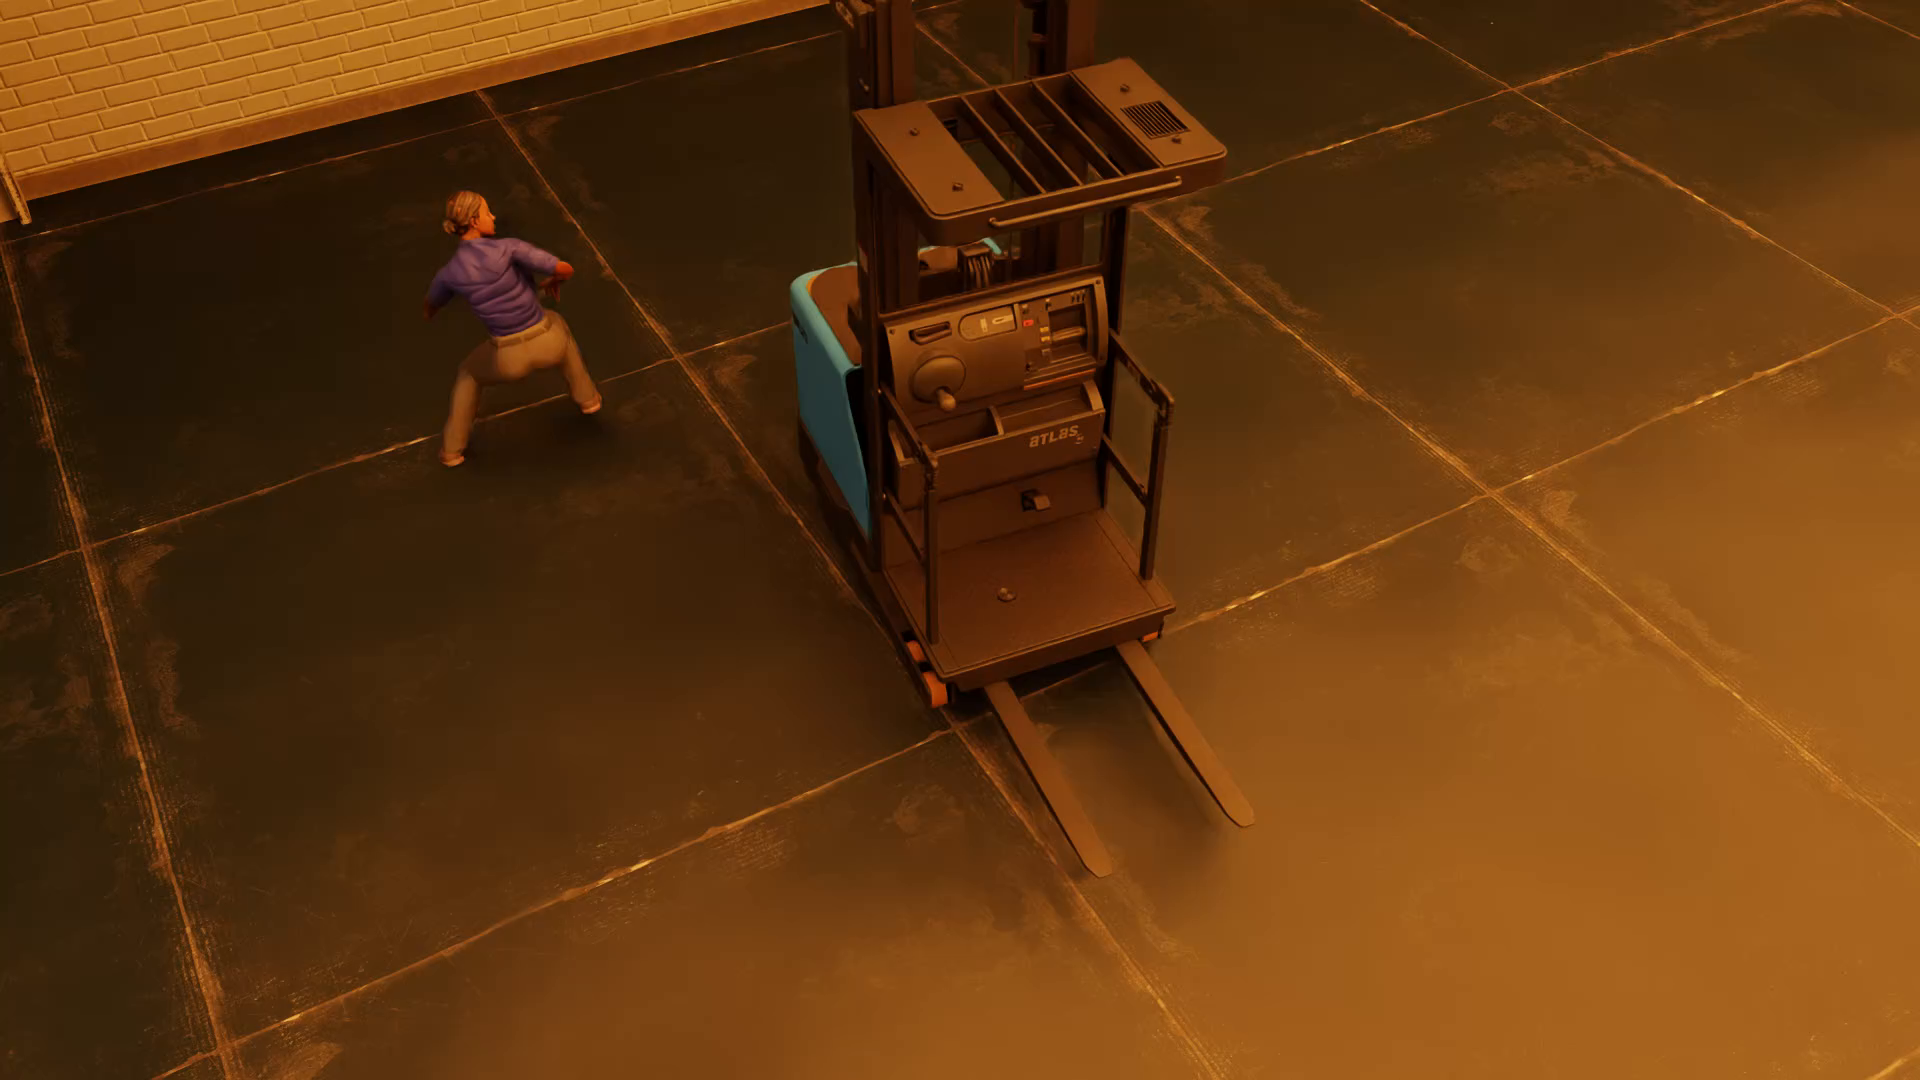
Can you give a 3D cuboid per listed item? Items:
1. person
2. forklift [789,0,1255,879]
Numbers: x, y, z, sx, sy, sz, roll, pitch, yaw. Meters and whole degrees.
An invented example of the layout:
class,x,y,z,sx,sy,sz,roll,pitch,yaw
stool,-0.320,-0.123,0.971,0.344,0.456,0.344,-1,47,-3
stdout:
class,x,y,z,sx,sy,sz,roll,pitch,yaw
person,-2.223,-1.026,7.973,0.855,1.445,0.718,-13,44,-13
forklift,0.239,-0.693,6.444,1.130,2.935,3.031,-16,45,-16
